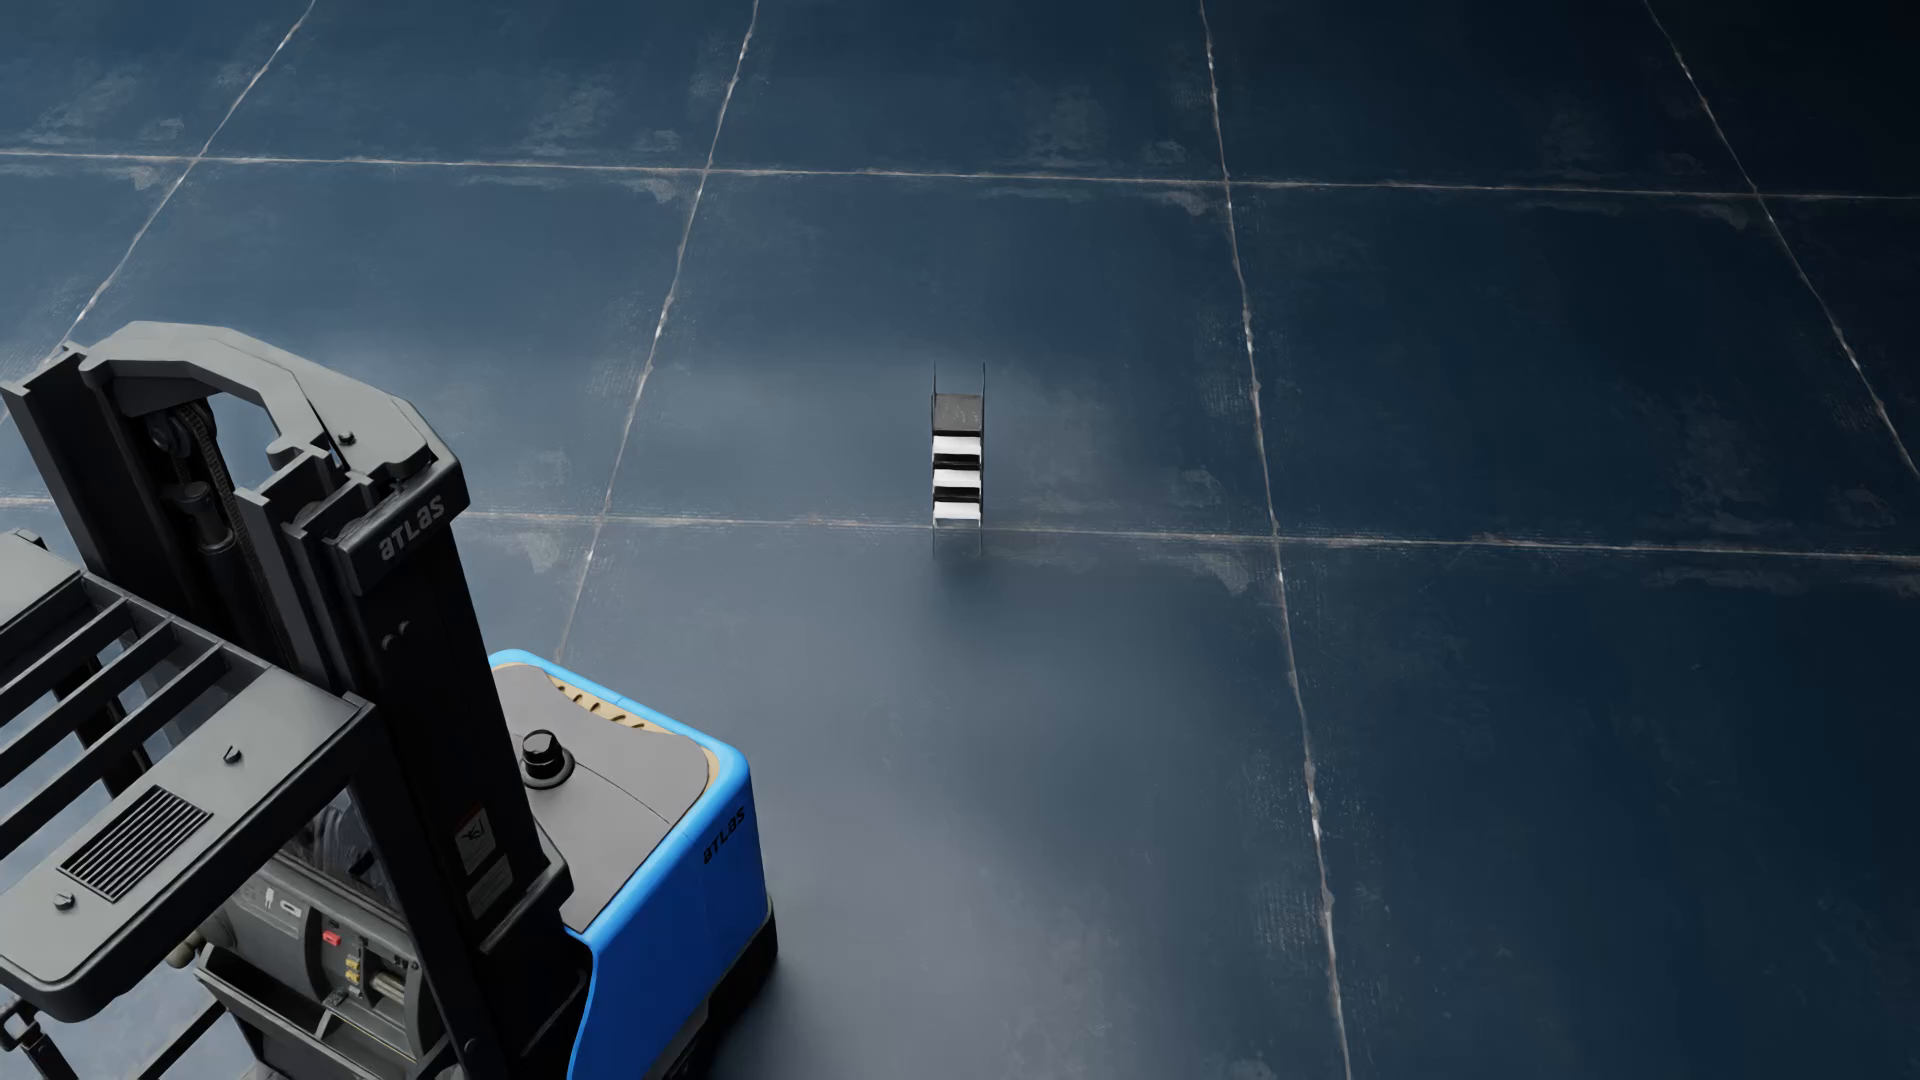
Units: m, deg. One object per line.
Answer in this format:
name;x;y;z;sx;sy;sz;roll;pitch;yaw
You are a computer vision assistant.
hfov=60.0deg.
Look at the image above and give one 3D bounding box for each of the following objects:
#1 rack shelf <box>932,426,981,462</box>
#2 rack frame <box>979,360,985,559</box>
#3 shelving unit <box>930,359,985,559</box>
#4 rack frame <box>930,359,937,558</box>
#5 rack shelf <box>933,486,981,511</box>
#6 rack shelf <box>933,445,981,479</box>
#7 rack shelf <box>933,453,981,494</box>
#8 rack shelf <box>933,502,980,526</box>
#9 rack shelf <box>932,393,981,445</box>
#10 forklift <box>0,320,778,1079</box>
rack shelf;-0.008;-0.437;6.929;0.200;0.077;0.258;2;43;2
rack frame;0.093;-0.326;7.026;0.006;0.900;0.240;2;43;2
shelving unit;-0.008;-0.330;7.029;0.210;0.900;0.258;2;43;2
rack frame;-0.110;-0.333;7.032;0.006;0.900;0.240;2;43;2
rack shelf;-0.008;-0.239;7.113;0.200;0.077;0.258;2;43;2
rack shelf;-0.008;-0.371;6.990;0.200;0.077;0.258;2;43;2
rack shelf;-0.008;-0.305;7.052;0.200;0.077;0.258;2;43;2
rack shelf;-0.008;-0.173;7.174;0.200;0.077;0.258;2;43;2
rack shelf;-0.008;-0.503;6.868;0.200;0.077;0.258;2;43;2
forklift;-1.791;1.080;4.026;1.130;2.935;3.031;21;47;21
